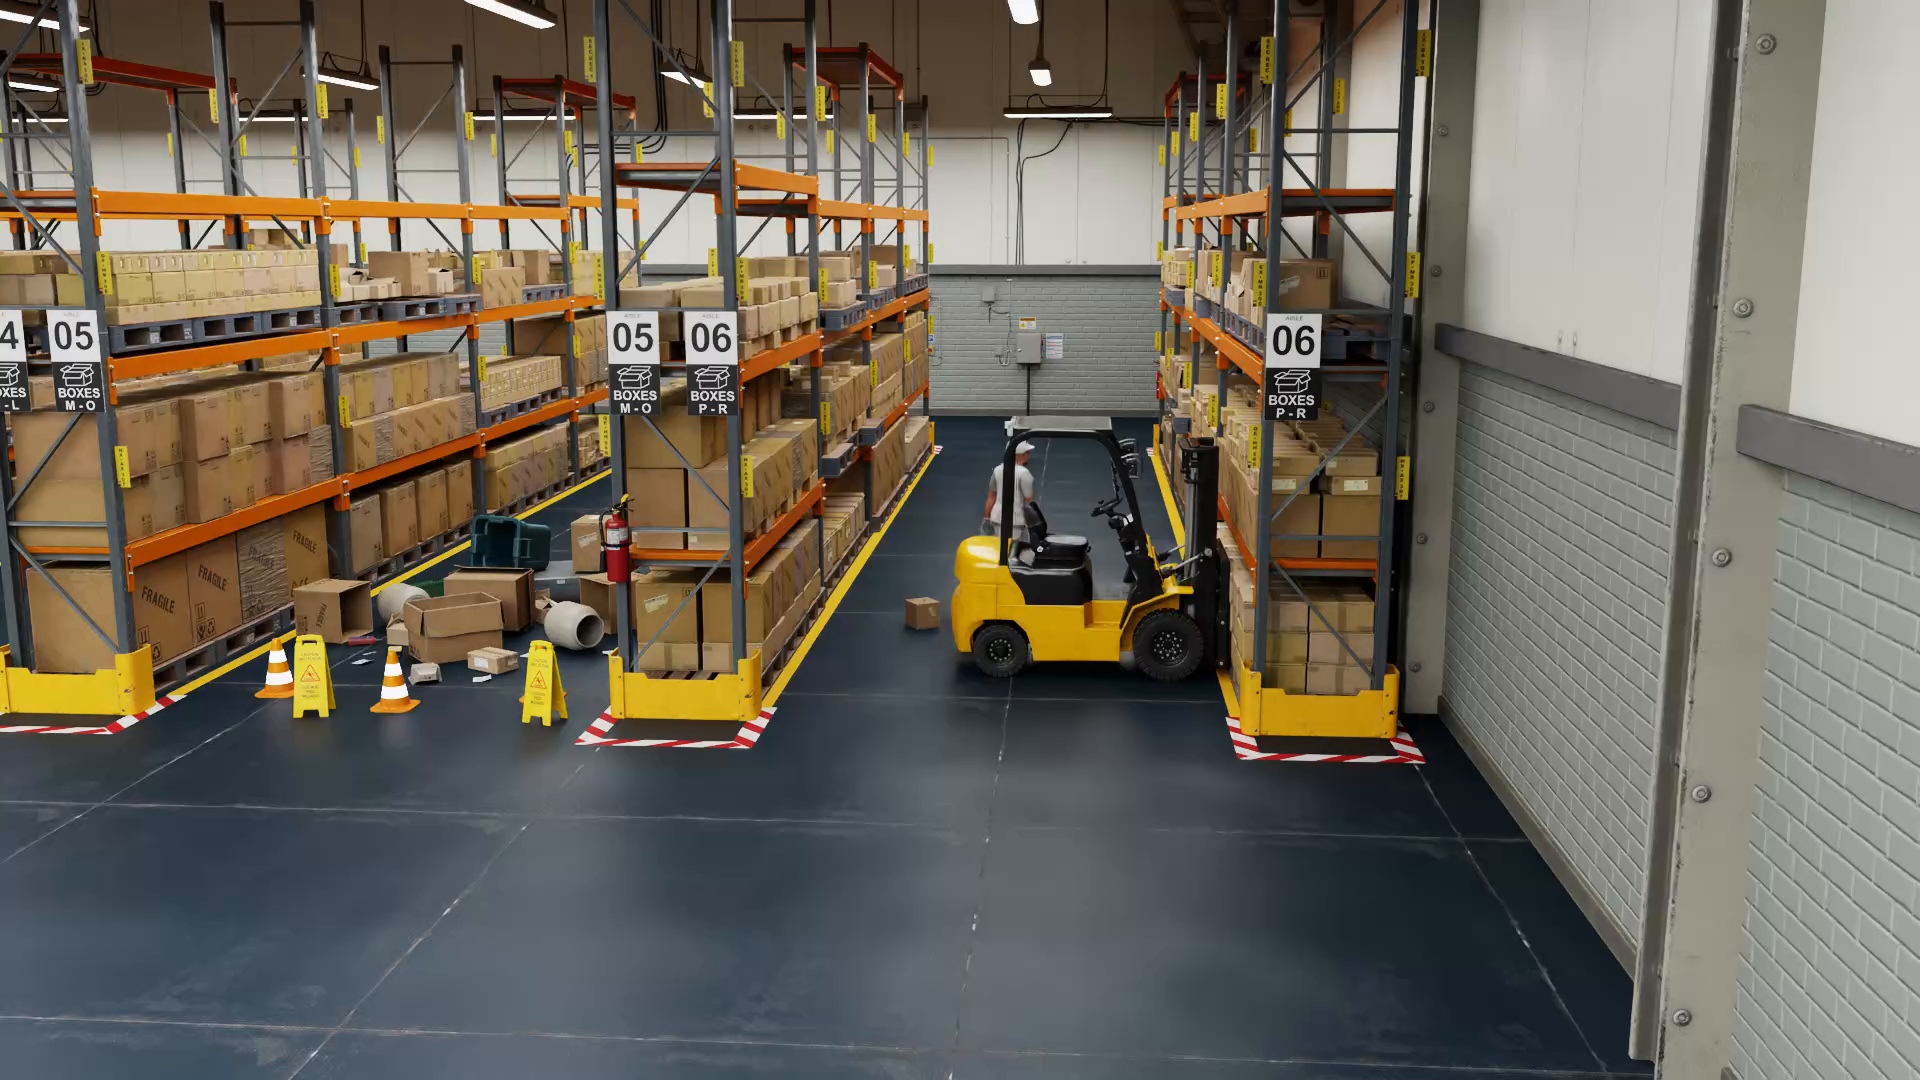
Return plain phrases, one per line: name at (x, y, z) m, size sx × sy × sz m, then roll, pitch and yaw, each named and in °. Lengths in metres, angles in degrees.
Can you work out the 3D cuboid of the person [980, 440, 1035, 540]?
person at (0.550, -0.146, 16.619) m, size 0.871 × 1.759 × 0.579 m, roll -7°, pitch 13°, yaw -34°
